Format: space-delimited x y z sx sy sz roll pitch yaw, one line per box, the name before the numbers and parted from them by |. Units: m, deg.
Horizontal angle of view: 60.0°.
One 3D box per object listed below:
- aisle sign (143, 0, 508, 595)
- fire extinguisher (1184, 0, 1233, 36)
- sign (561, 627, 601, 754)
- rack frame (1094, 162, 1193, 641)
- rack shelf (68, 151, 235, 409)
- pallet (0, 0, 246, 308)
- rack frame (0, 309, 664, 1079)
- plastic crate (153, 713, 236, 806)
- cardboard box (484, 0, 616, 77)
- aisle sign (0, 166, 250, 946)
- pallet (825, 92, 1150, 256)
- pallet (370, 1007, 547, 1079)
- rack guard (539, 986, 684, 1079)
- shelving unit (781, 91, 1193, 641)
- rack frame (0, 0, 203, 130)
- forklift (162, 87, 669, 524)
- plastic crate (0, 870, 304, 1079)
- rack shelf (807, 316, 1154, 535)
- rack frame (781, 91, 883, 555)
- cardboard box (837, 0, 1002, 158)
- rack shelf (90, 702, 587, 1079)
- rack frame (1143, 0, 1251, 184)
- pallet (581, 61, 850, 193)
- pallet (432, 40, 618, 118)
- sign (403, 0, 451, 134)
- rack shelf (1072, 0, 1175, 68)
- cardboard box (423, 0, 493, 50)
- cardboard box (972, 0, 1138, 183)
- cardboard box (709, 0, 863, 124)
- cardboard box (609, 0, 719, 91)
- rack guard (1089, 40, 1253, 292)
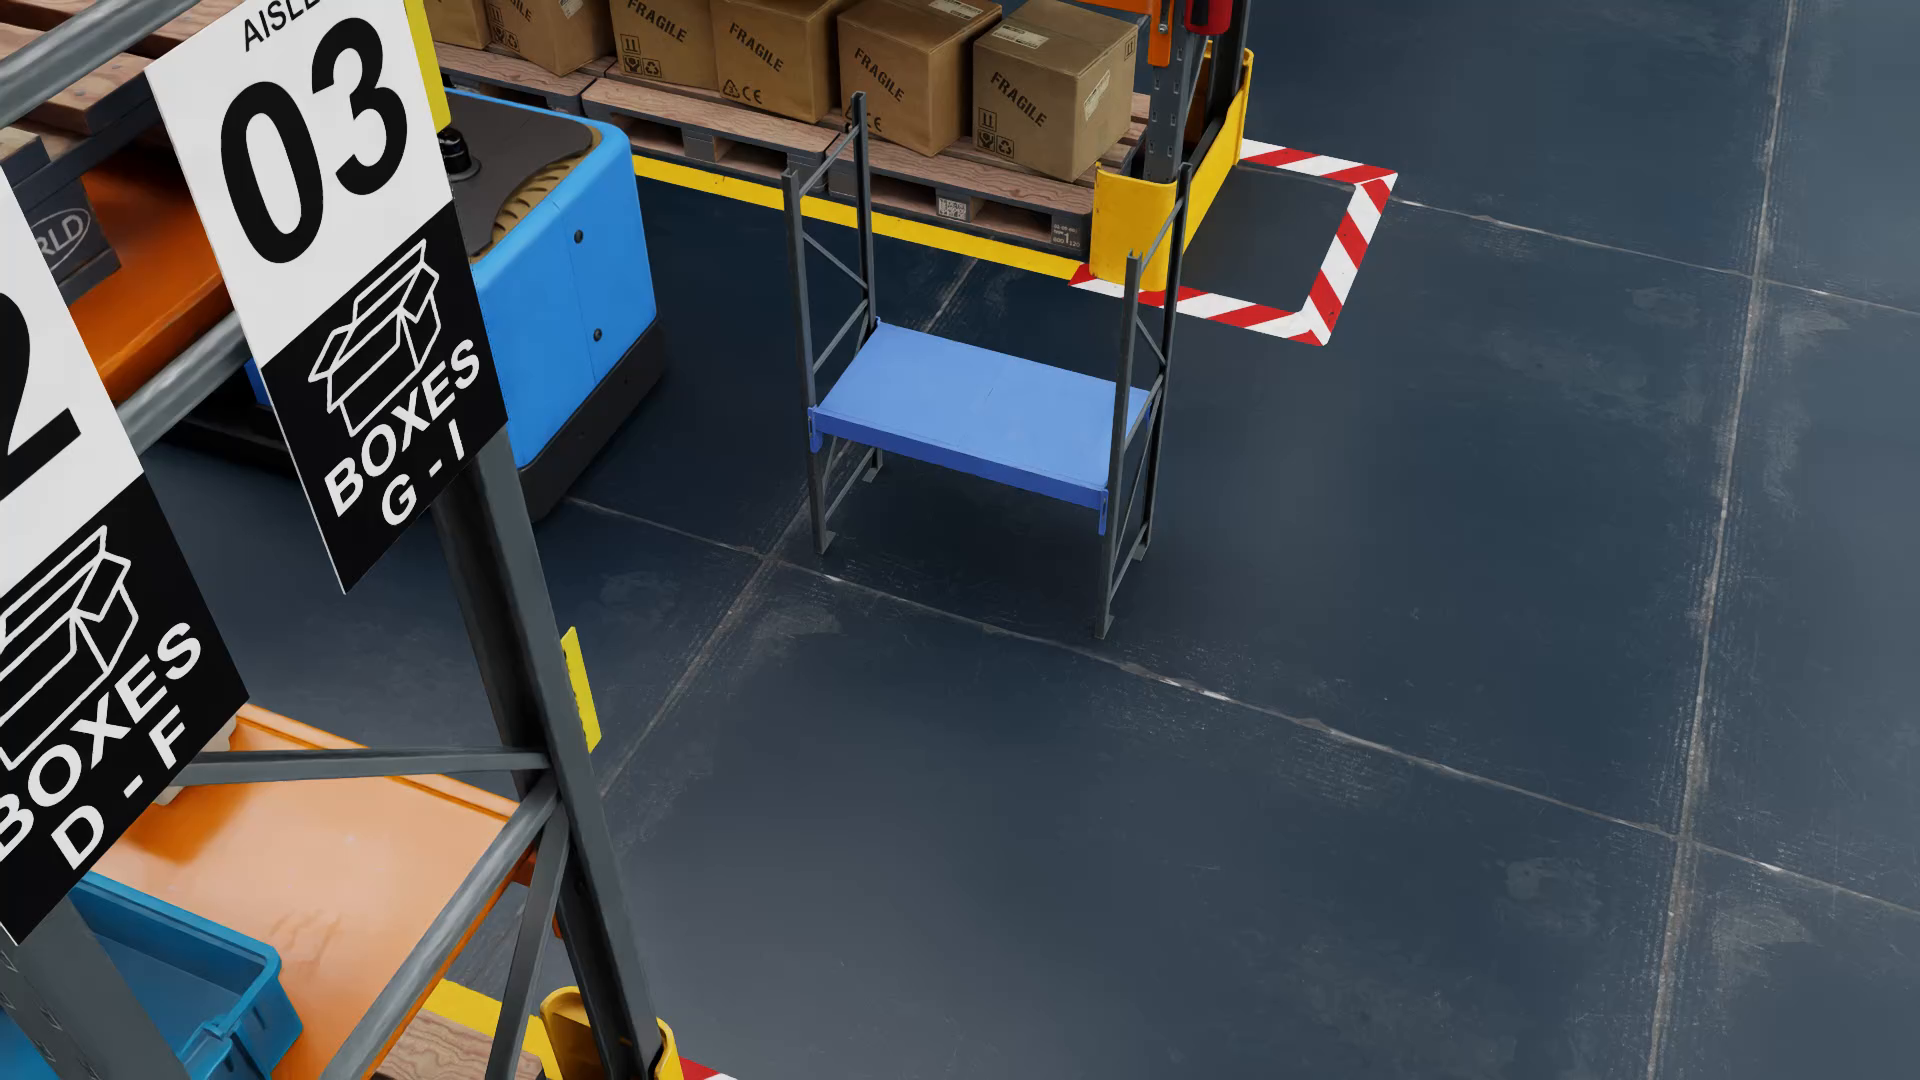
aisle sign | -0.762 -0.333 2.115 0.004 0.787 0.394 16 47 16
fire extinguisher | 0.894 -2.106 5.795 0.183 0.674 0.296 16 47 16
sign | -0.725 0.304 3.121 0.005 0.325 0.100 16 47 16
rack frame | 0.548 -0.370 5.059 0.032 1.500 0.500 16 47 16
rack shelf | -2.787 -0.592 2.602 4.000 0.370 1.077 16 47 16
pallet | -1.667 -0.525 2.158 1.213 0.211 1.003 16 47 16
rack frame | -0.941 0.760 2.860 0.127 3.000 1.000 16 47 16
plastic crate | -1.643 0.401 3.408 0.250 0.136 0.298 16 47 16
cardboard box | -1.841 -2.528 7.639 0.500 0.500 0.500 32 53 28
aisle sign | -0.989 0.051 1.729 0.004 0.787 0.394 16 47 16
pallet | 0.159 -1.740 7.350 1.213 0.211 1.003 16 47 16
pallet | -1.777 1.534 4.059 1.213 0.211 1.003 16 47 16
rack guard | -1.030 1.656 3.732 0.348 0.500 1.175 16 47 16
shelving unit | 0.079 -0.509 5.198 1.048 1.500 0.538 16 47 16
rack frame | -0.941 -1.367 0.744 0.127 3.000 1.000 16 47 16
forklift | -2.676 -1.749 5.430 3.031 2.935 1.130 16 47 15
plastic crate | -1.518 0.871 2.853 0.616 0.251 0.499 16 47 16
rack shelf | 0.079 -0.381 5.325 1.000 0.185 0.538 16 47 16
rack frame | -0.390 -0.647 5.336 0.032 1.500 0.500 16 47 16
cardboard box | -0.169 -2.048 7.156 0.500 0.500 0.500 29 52 26
rack shelf | -2.787 0.471 3.660 4.000 0.370 1.077 16 47 16
rack frame | 0.966 -2.465 6.100 0.127 3.000 1.000 16 47 16
pallet | -0.963 -2.073 7.684 1.213 0.211 1.003 16 47 16
pallet | -2.093 -2.403 8.015 1.213 0.211 1.003 16 47 16
sign | -0.725 -0.664 2.158 0.005 0.325 0.100 16 47 16
rack shelf | -0.880 -2.753 6.900 4.000 0.370 1.077 16 47 16
cardboard box | -2.372 -2.679 7.790 0.500 0.500 0.500 15 47 15
cardboard box | 0.396 -1.908 7.015 0.500 0.500 0.500 25 50 23
cardboard box | -0.740 -2.230 7.339 0.500 0.500 0.500 21 48 19
cardboard box | -1.238 -2.411 7.521 0.500 0.500 0.500 13 46 12
rack guard | 0.895 -1.599 7.003 0.348 0.500 1.175 16 47 16
